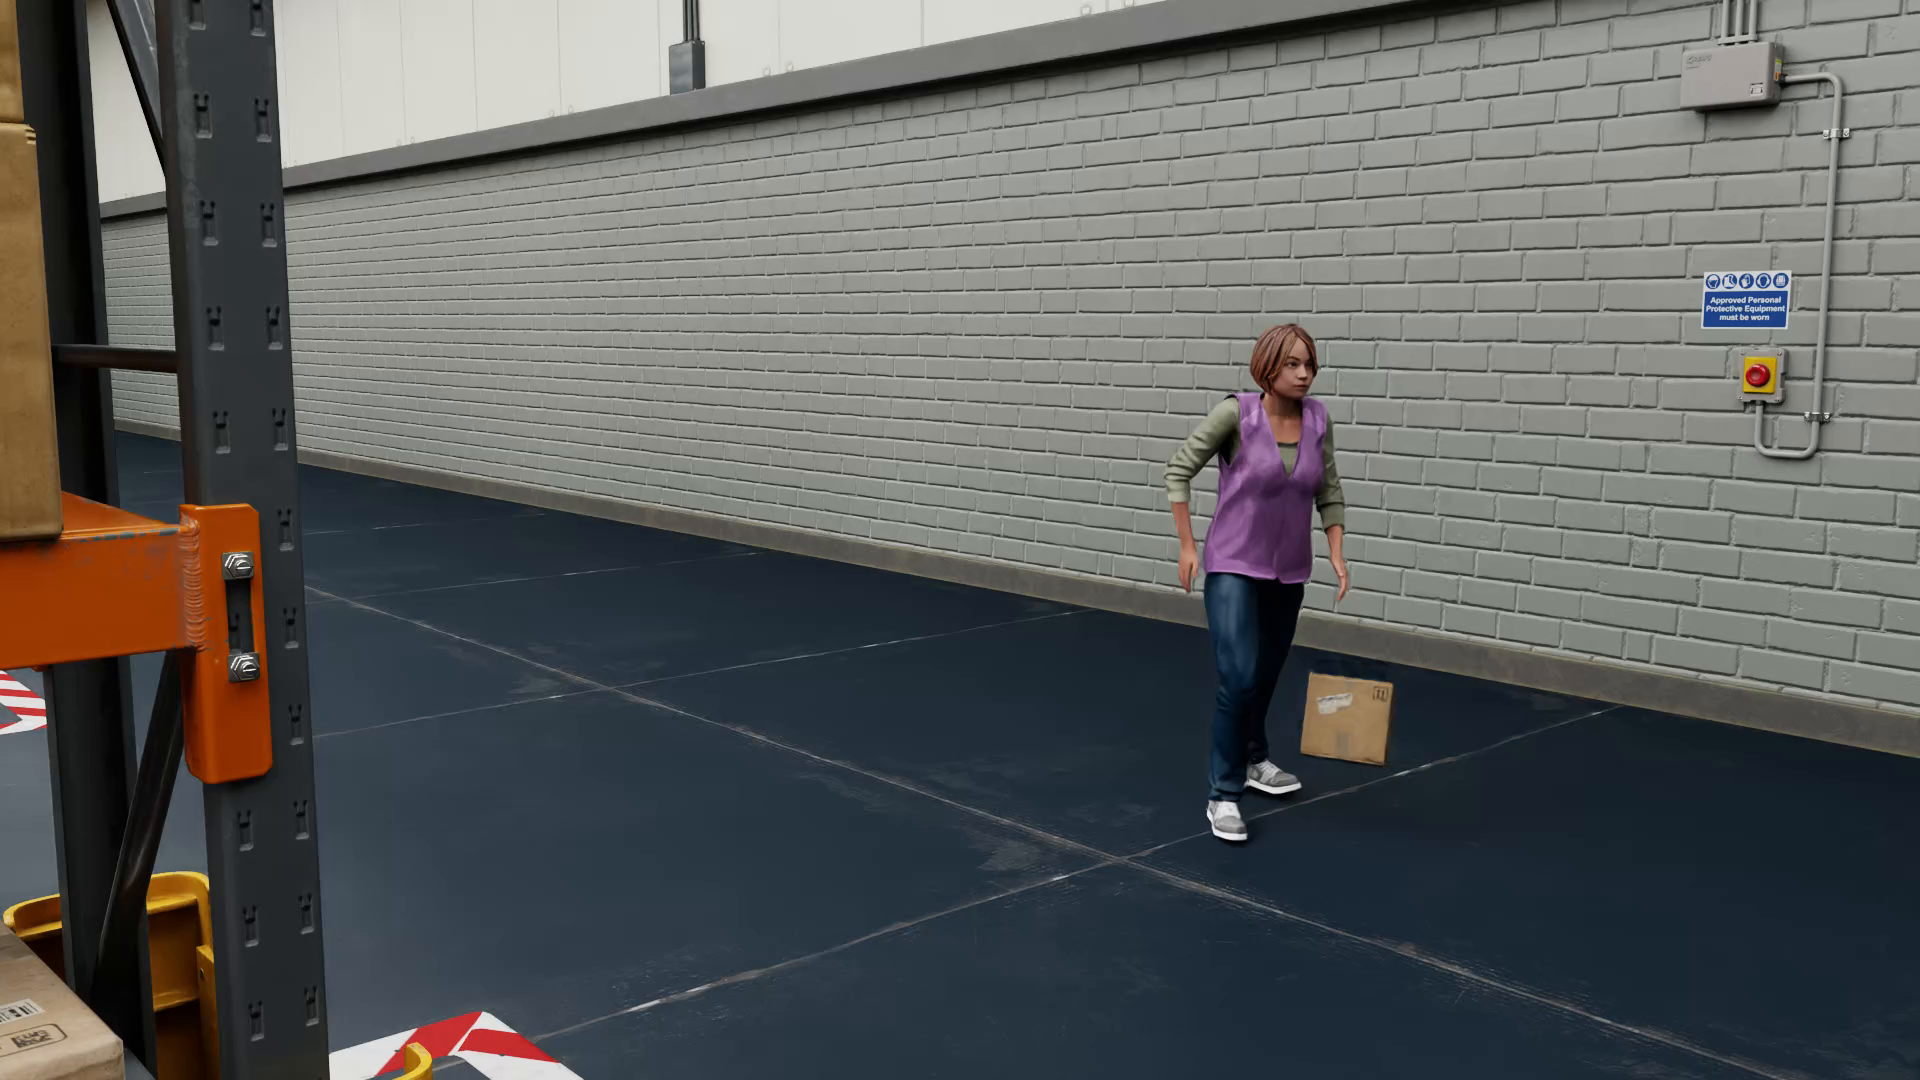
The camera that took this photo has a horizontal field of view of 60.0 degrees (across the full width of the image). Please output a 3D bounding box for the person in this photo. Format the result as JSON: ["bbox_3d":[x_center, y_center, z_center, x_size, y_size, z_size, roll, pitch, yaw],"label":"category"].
[{"bbox_3d":[0.907,0.105,5.177,0.550,1.551,0.656,-3,8,-22],"label":"person"}]
